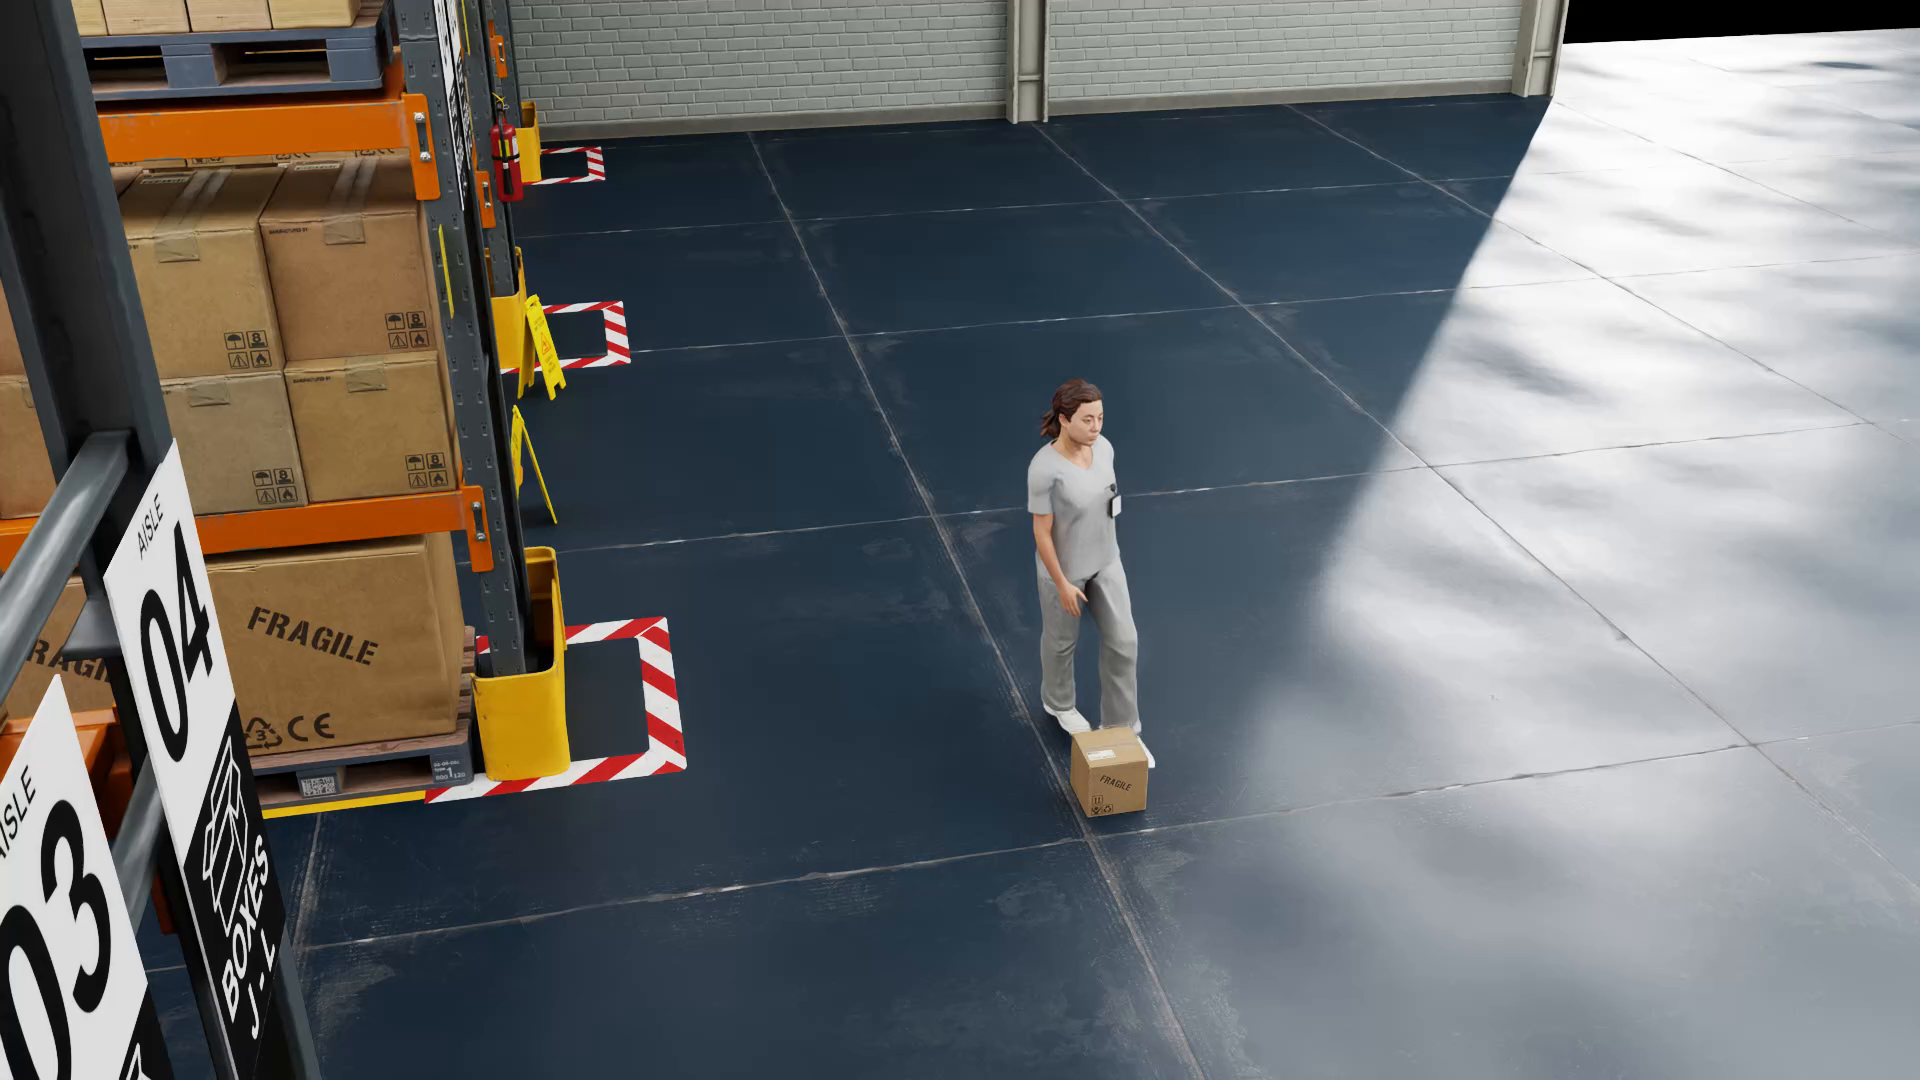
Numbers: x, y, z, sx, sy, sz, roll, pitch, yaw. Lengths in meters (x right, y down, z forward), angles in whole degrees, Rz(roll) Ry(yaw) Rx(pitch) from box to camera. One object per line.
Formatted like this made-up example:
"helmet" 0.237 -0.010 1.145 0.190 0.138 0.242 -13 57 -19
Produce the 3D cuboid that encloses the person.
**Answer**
"person" 0.501 0.152 6.841 0.496 1.710 0.609 -14 30 -26
